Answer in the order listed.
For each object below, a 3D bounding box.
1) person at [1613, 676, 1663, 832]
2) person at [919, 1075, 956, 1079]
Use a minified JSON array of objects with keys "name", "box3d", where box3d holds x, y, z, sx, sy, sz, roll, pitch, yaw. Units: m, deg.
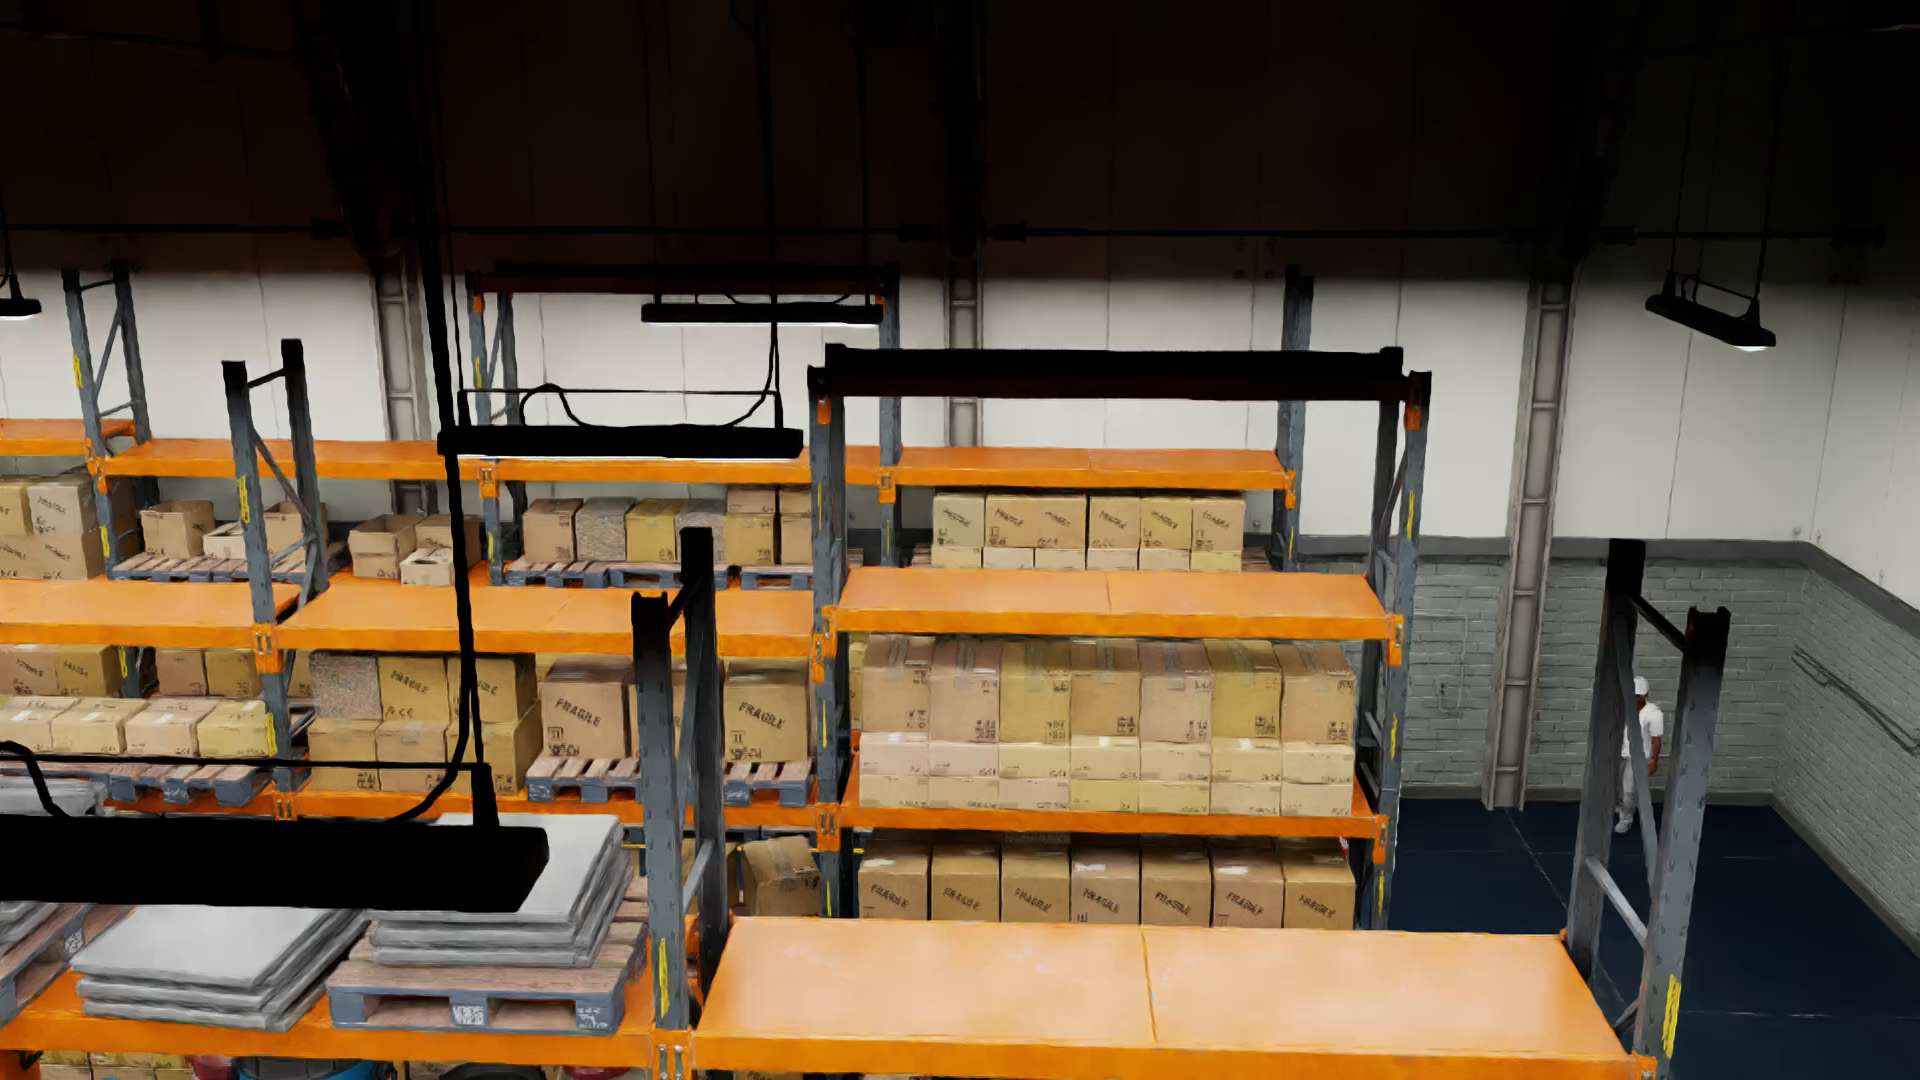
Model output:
[{"name":"person","box3d":[7.195,2.246,17.760,0.568,1.754,0.609,-10,19,-32]},{"name":"person","box3d":[-0.110,4.191,11.221,0.989,1.625,0.500,0,16,1]}]
